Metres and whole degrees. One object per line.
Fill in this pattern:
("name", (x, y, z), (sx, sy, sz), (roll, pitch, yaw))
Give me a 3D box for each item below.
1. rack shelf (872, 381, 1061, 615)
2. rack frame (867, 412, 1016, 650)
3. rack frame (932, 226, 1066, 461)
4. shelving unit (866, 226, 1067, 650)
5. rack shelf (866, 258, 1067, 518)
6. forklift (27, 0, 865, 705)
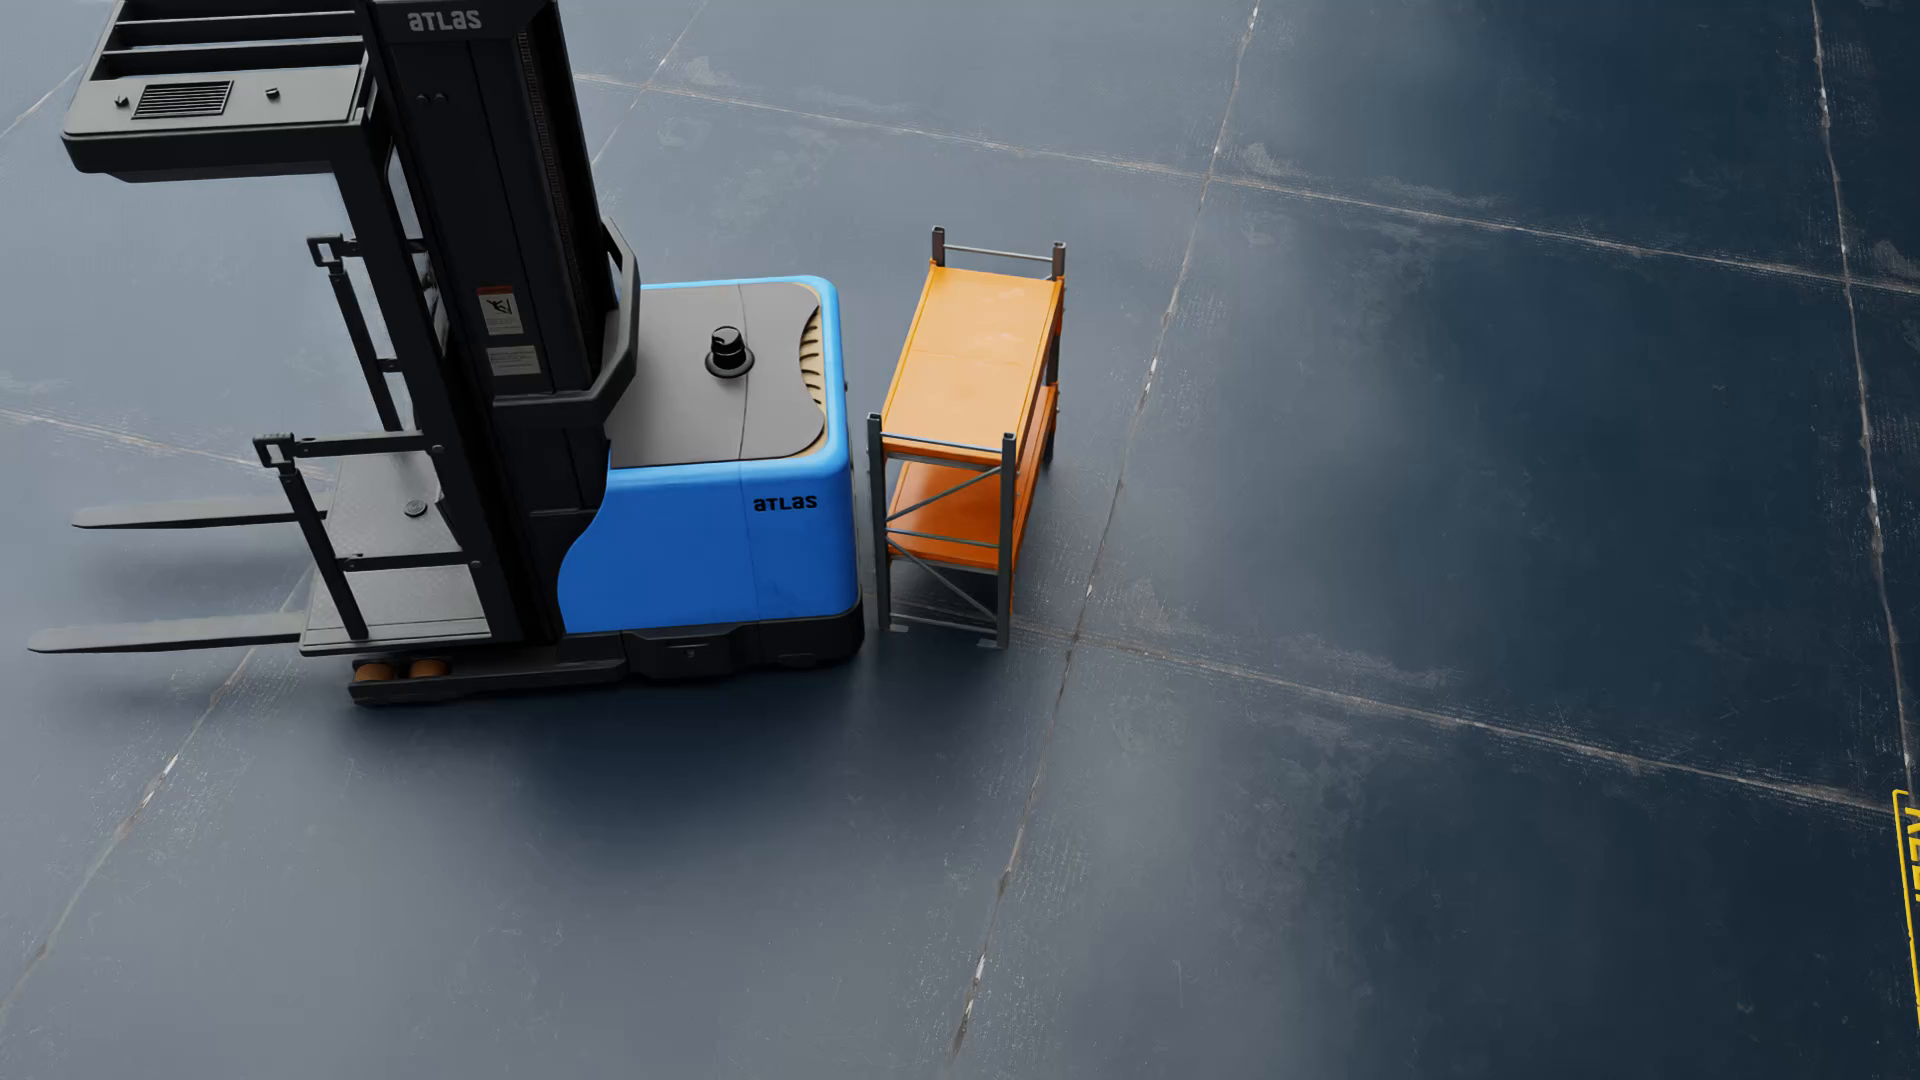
("rack shelf", (0.040, -0.216, 6.435), (0.538, 0.278, 1.000), (9, 49, 8))
("rack frame", (-0.062, -0.004, 5.923), (0.500, 1.125, 0.032), (9, 49, 8))
("rack frame", (0.143, -0.751, 6.582), (0.500, 1.125, 0.032), (9, 49, 8))
("shelving unit", (0.040, -0.378, 6.252), (0.538, 1.125, 1.048), (9, 49, 8))
("rack shelf", (0.040, -0.571, 6.033), (0.538, 0.278, 1.000), (9, 49, 8))
("forklift", (-1.906, -0.779, 5.402), (3.031, 2.935, 1.130), (-4, 49, -3))
